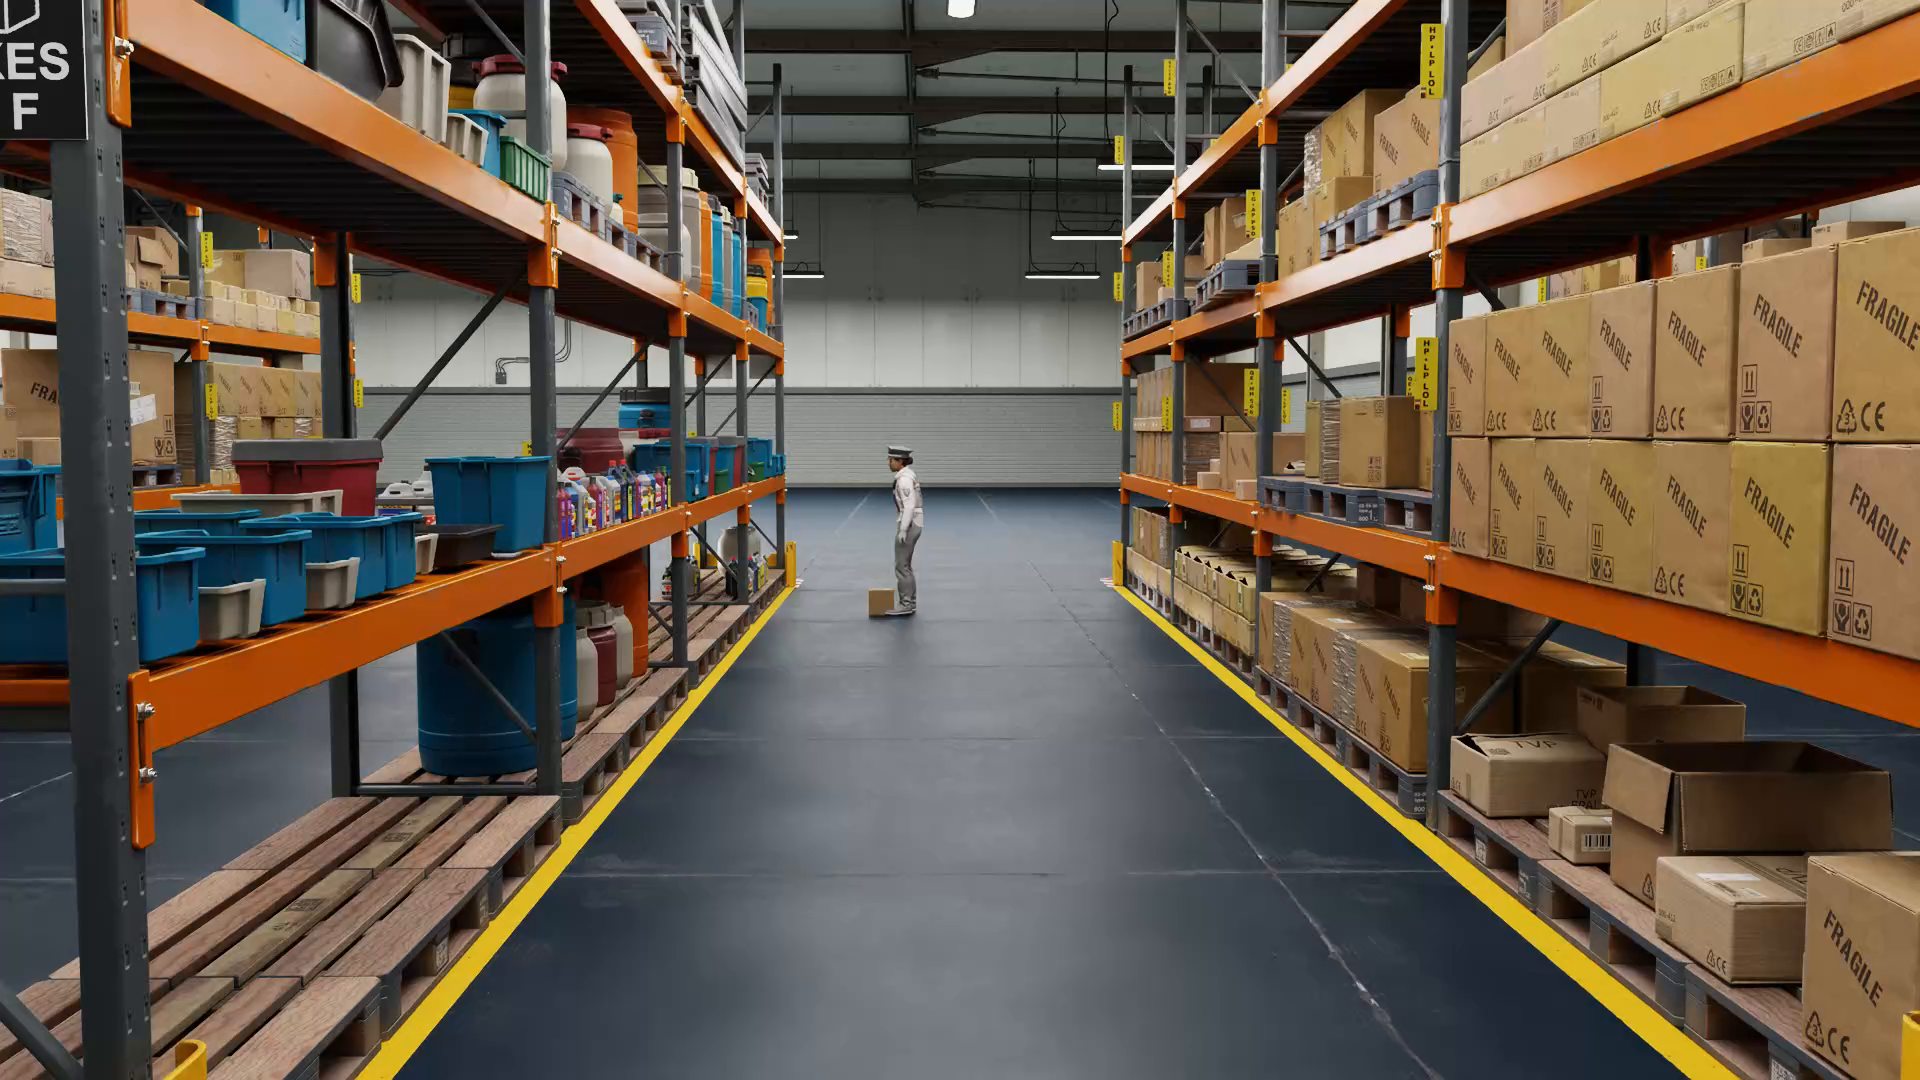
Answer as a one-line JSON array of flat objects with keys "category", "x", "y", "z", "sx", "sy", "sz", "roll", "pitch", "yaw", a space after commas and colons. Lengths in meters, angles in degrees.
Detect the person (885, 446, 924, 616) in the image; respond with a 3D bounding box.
[{"category": "person", "x": -0.555, "y": -0.096, "z": 16.398, "sx": 0.405, "sy": 1.663, "sz": 0.538, "roll": 0, "pitch": 4, "yaw": -3}]
